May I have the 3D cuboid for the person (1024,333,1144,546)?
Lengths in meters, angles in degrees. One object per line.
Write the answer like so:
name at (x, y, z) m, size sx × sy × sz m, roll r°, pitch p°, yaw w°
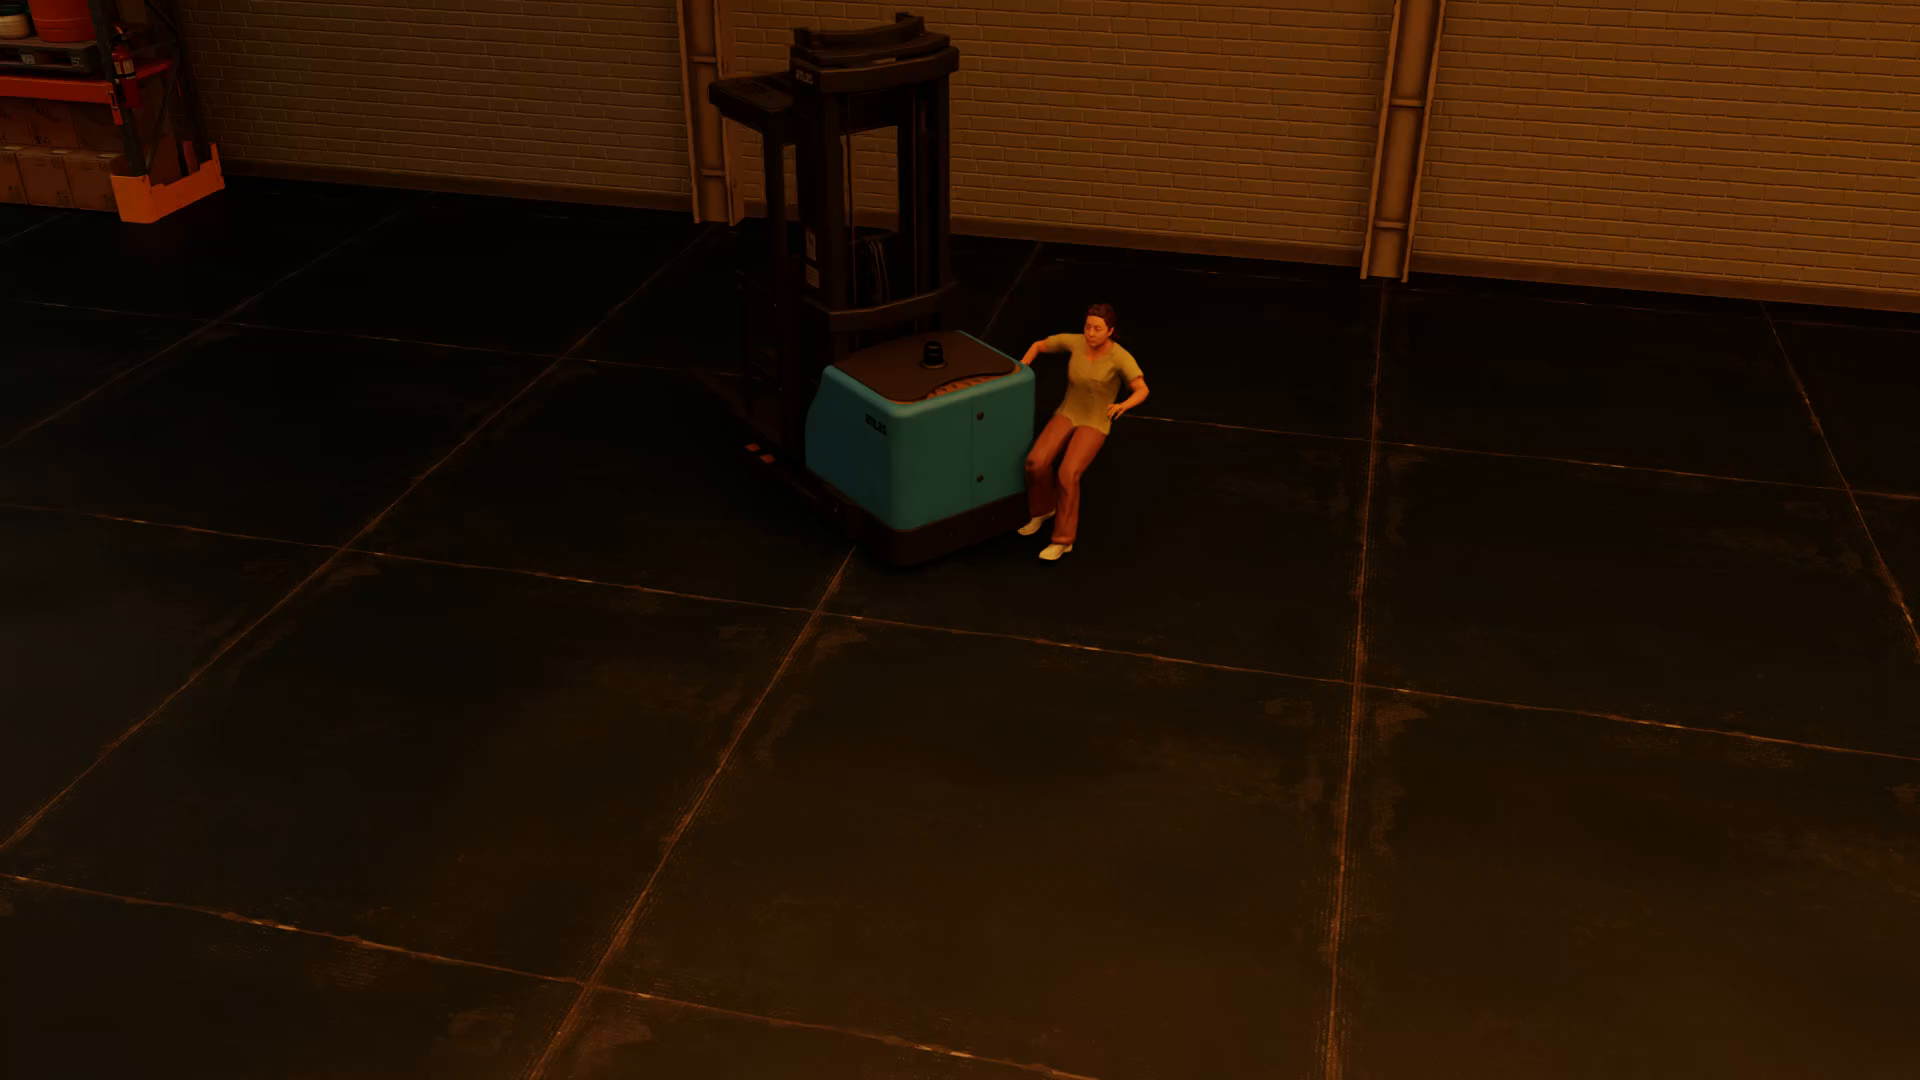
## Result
person at (0.724, -0.594, 9.910) m, size 0.648 × 1.134 × 0.702 m, roll 12°, pitch 32°, yaw 20°

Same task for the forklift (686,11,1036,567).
forklift at (-0.804, -1.791, 10.332) m, size 1.130 × 2.935 × 3.031 m, roll -19°, pitch 35°, yaw -30°
